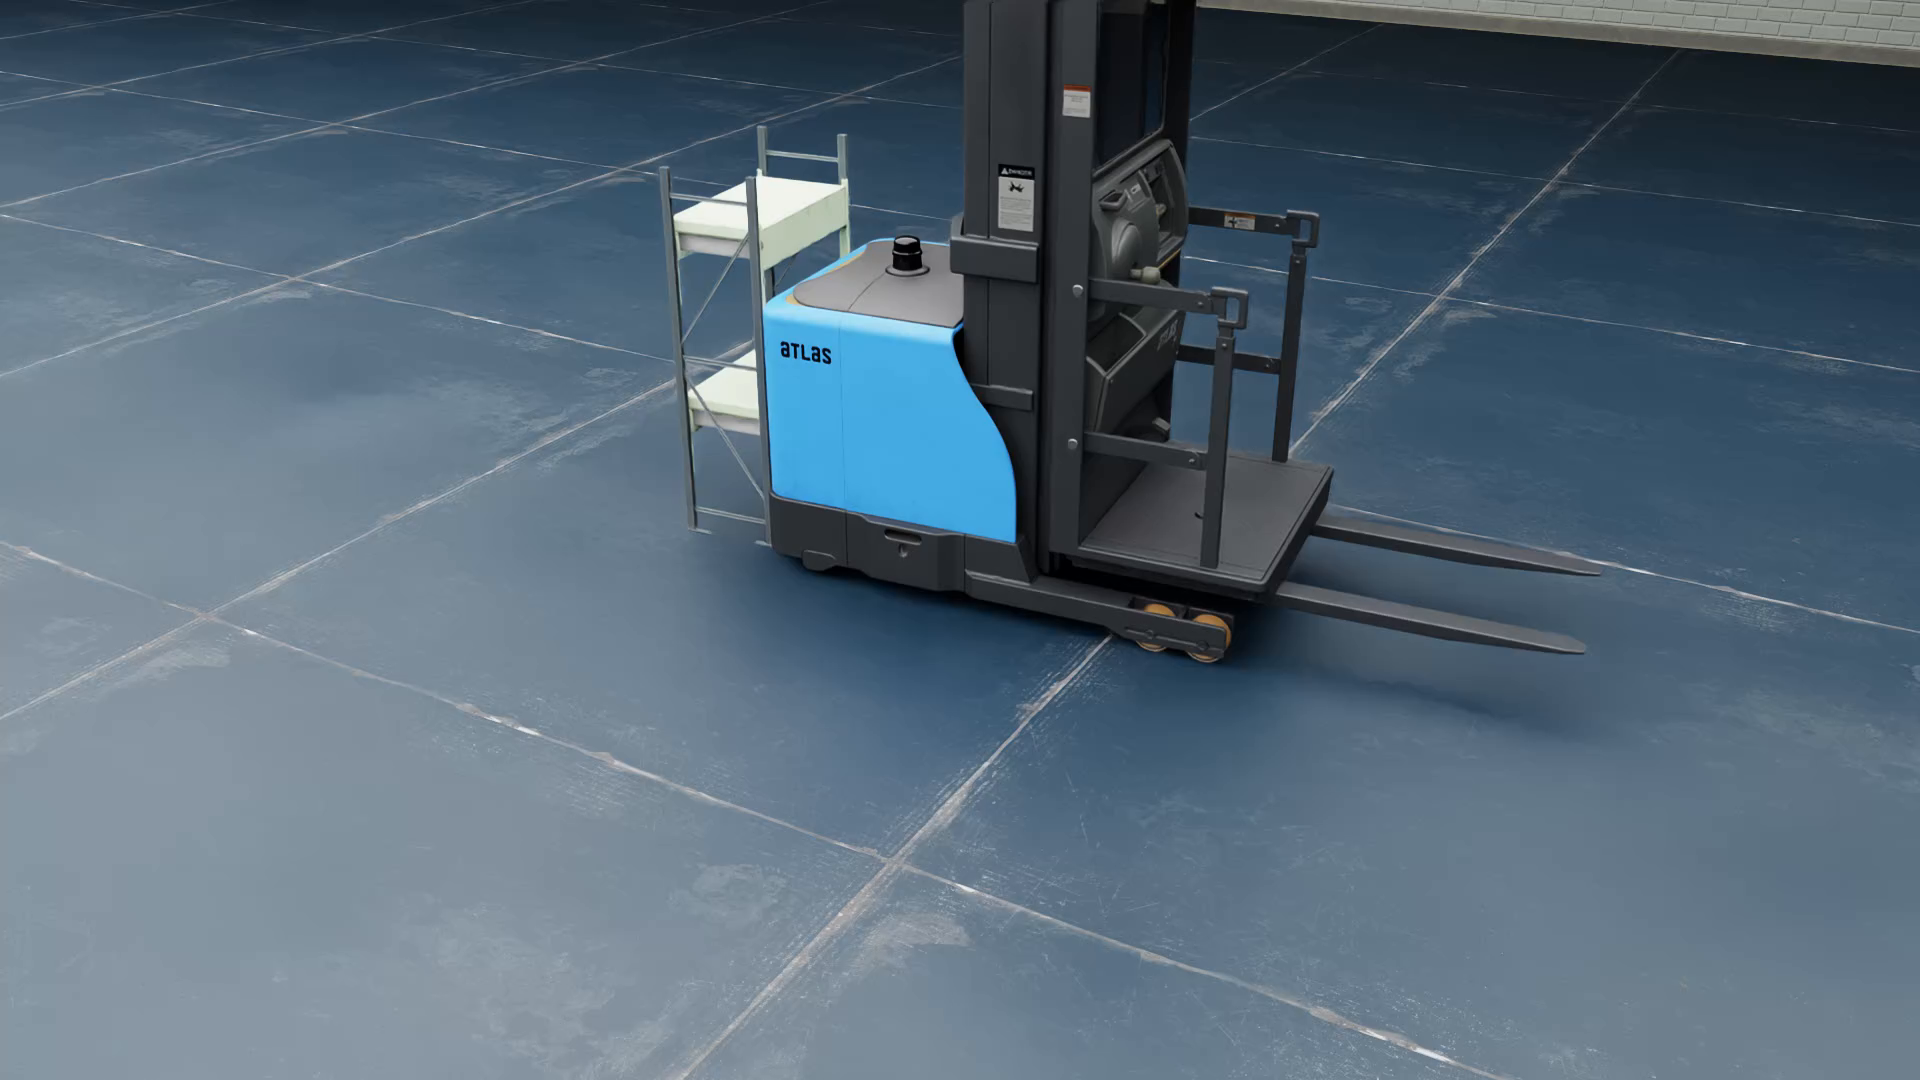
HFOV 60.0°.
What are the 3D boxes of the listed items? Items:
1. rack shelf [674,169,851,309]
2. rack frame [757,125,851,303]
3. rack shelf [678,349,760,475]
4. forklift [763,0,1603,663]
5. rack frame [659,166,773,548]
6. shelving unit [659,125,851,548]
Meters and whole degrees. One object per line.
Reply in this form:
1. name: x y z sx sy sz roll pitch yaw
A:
1. rack shelf: -0.782 -1.177 6.554 0.431 0.370 0.720 11 29 21
2. rack frame: -0.637 -0.979 7.029 0.400 1.500 0.023 11 29 21
3. rack shelf: -0.782 -0.537 6.875 0.431 0.370 0.720 11 29 21
4. forklift: 0.820 -1.148 5.769 3.031 2.935 1.130 11 29 21
5. rack frame: -0.927 -0.678 6.428 0.400 1.500 0.023 11 29 21
6. shelving unit: -0.782 -0.828 6.729 0.431 1.500 0.755 11 29 21
